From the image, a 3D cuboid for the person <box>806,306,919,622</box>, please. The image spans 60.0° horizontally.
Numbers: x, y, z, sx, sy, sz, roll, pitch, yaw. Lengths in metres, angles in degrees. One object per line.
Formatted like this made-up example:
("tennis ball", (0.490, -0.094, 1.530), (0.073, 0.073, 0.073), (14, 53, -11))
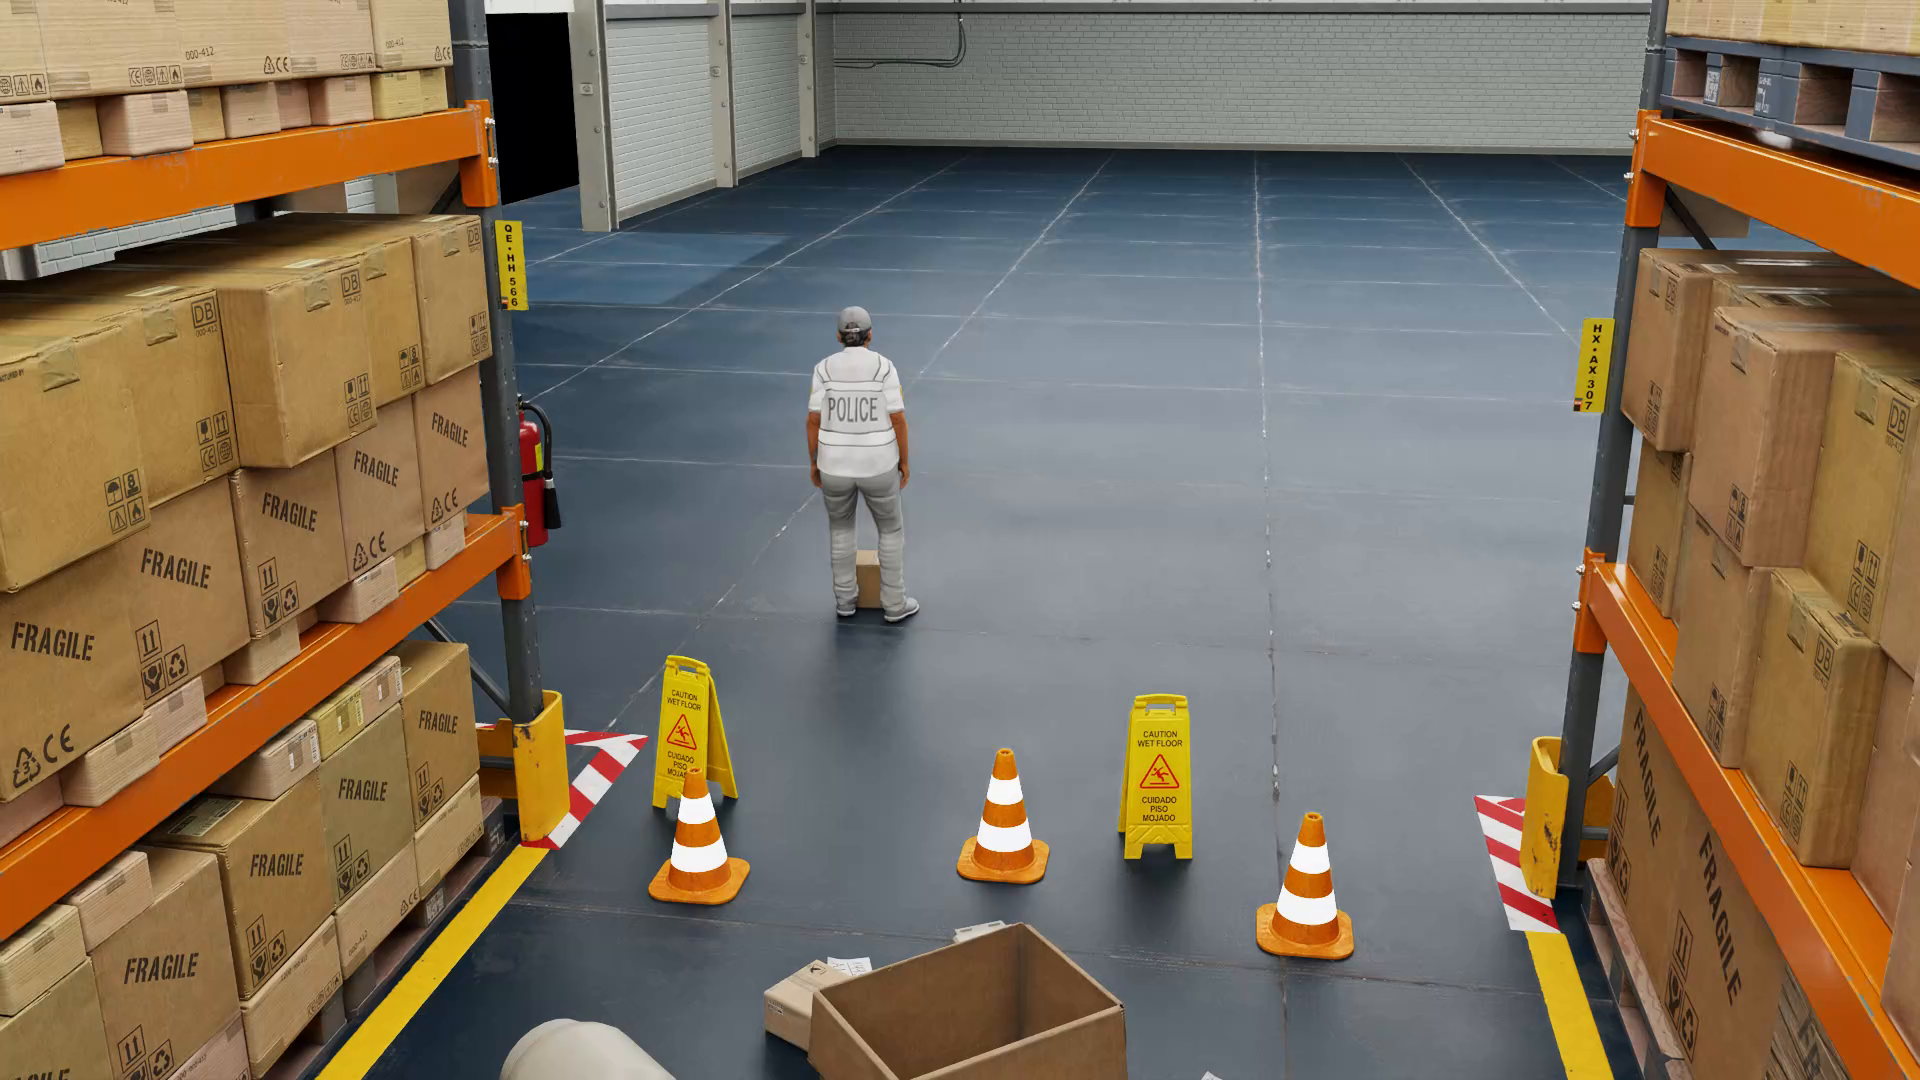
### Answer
("person", (-0.513, -0.392, 8.748), (0.563, 1.666, 0.469), (2, 18, 5))
